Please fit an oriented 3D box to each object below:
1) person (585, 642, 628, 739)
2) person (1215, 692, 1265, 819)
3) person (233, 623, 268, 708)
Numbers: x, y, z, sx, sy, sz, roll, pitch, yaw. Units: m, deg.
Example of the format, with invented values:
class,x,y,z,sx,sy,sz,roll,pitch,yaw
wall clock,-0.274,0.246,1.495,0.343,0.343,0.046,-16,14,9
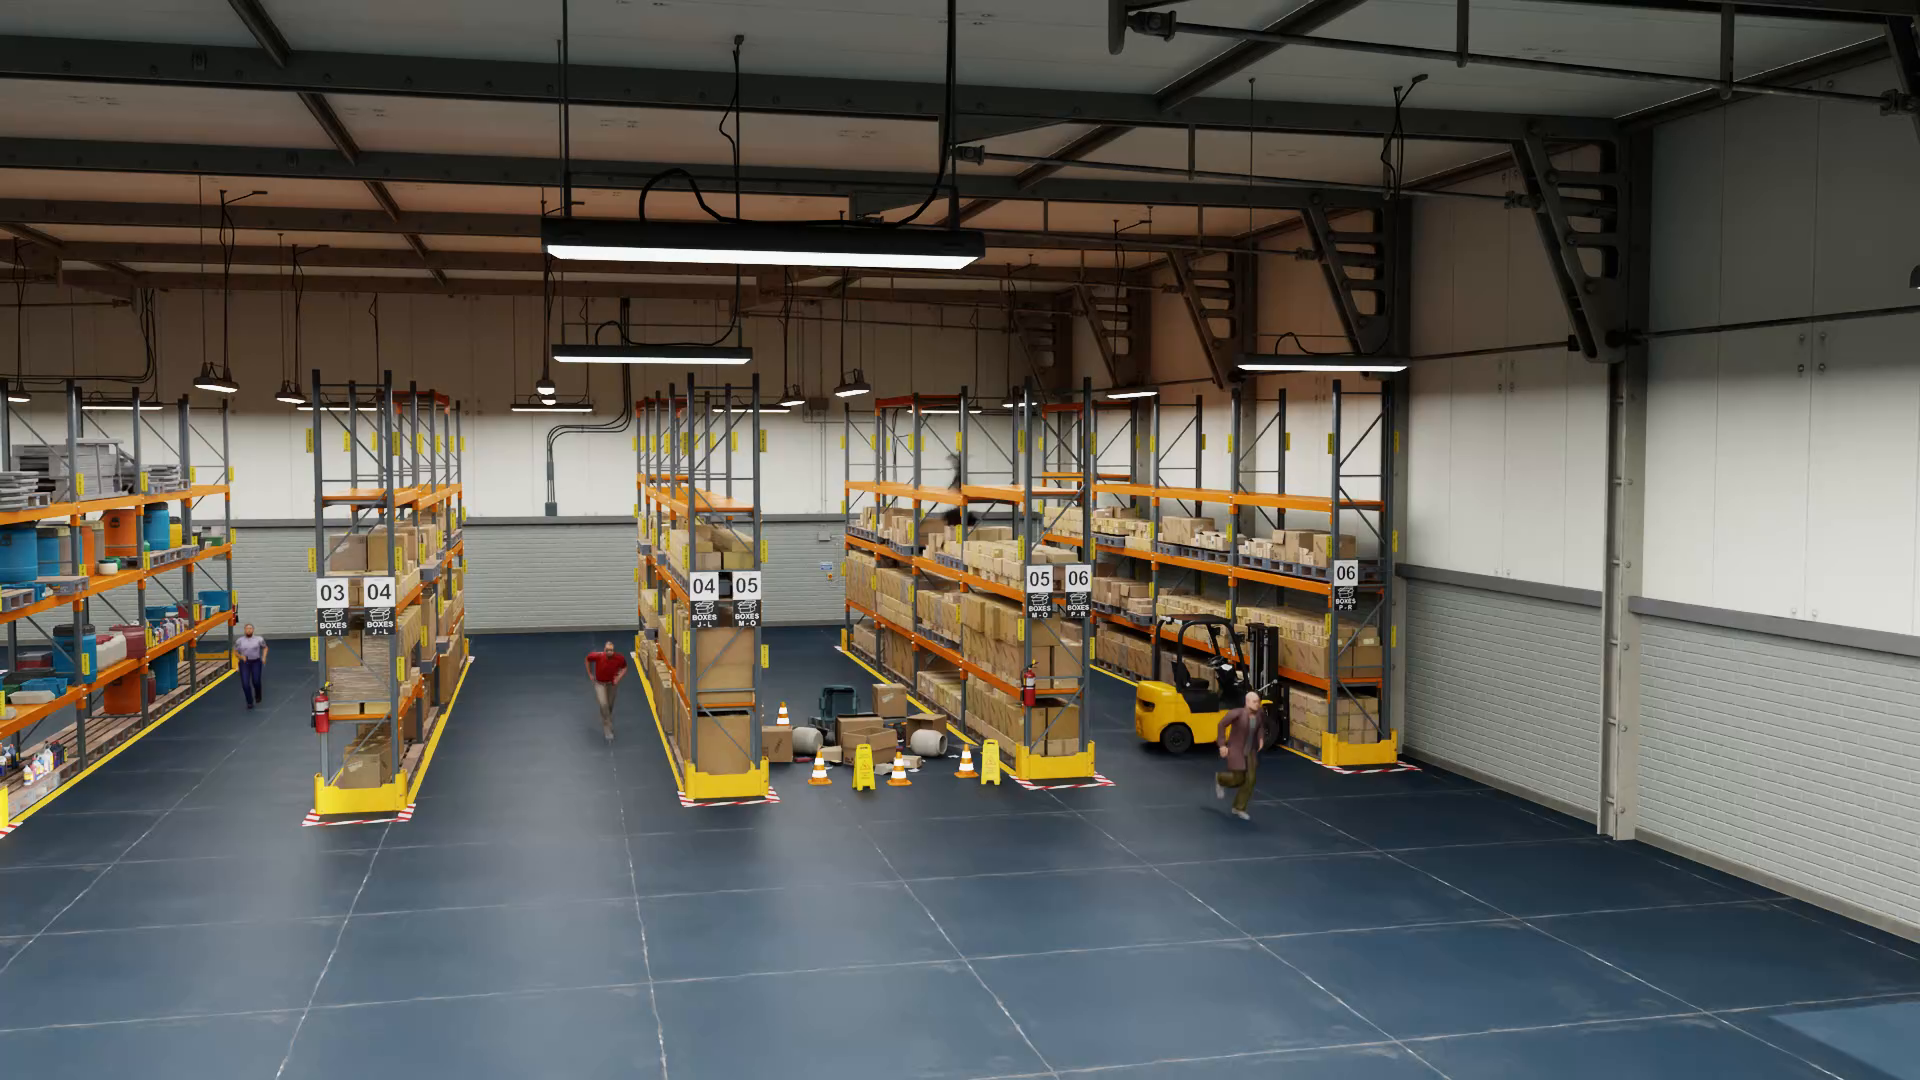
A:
class,x,y,z,sx,sy,sz,roll,pitch,yaw
person,-6.098,2.556,28.634,0.693,1.696,1.021,-1,3,-17
person,3.756,2.872,22.474,0.708,1.720,0.832,-2,4,-32
person,-13.430,2.385,31.487,0.599,1.608,0.539,-1,4,-20
